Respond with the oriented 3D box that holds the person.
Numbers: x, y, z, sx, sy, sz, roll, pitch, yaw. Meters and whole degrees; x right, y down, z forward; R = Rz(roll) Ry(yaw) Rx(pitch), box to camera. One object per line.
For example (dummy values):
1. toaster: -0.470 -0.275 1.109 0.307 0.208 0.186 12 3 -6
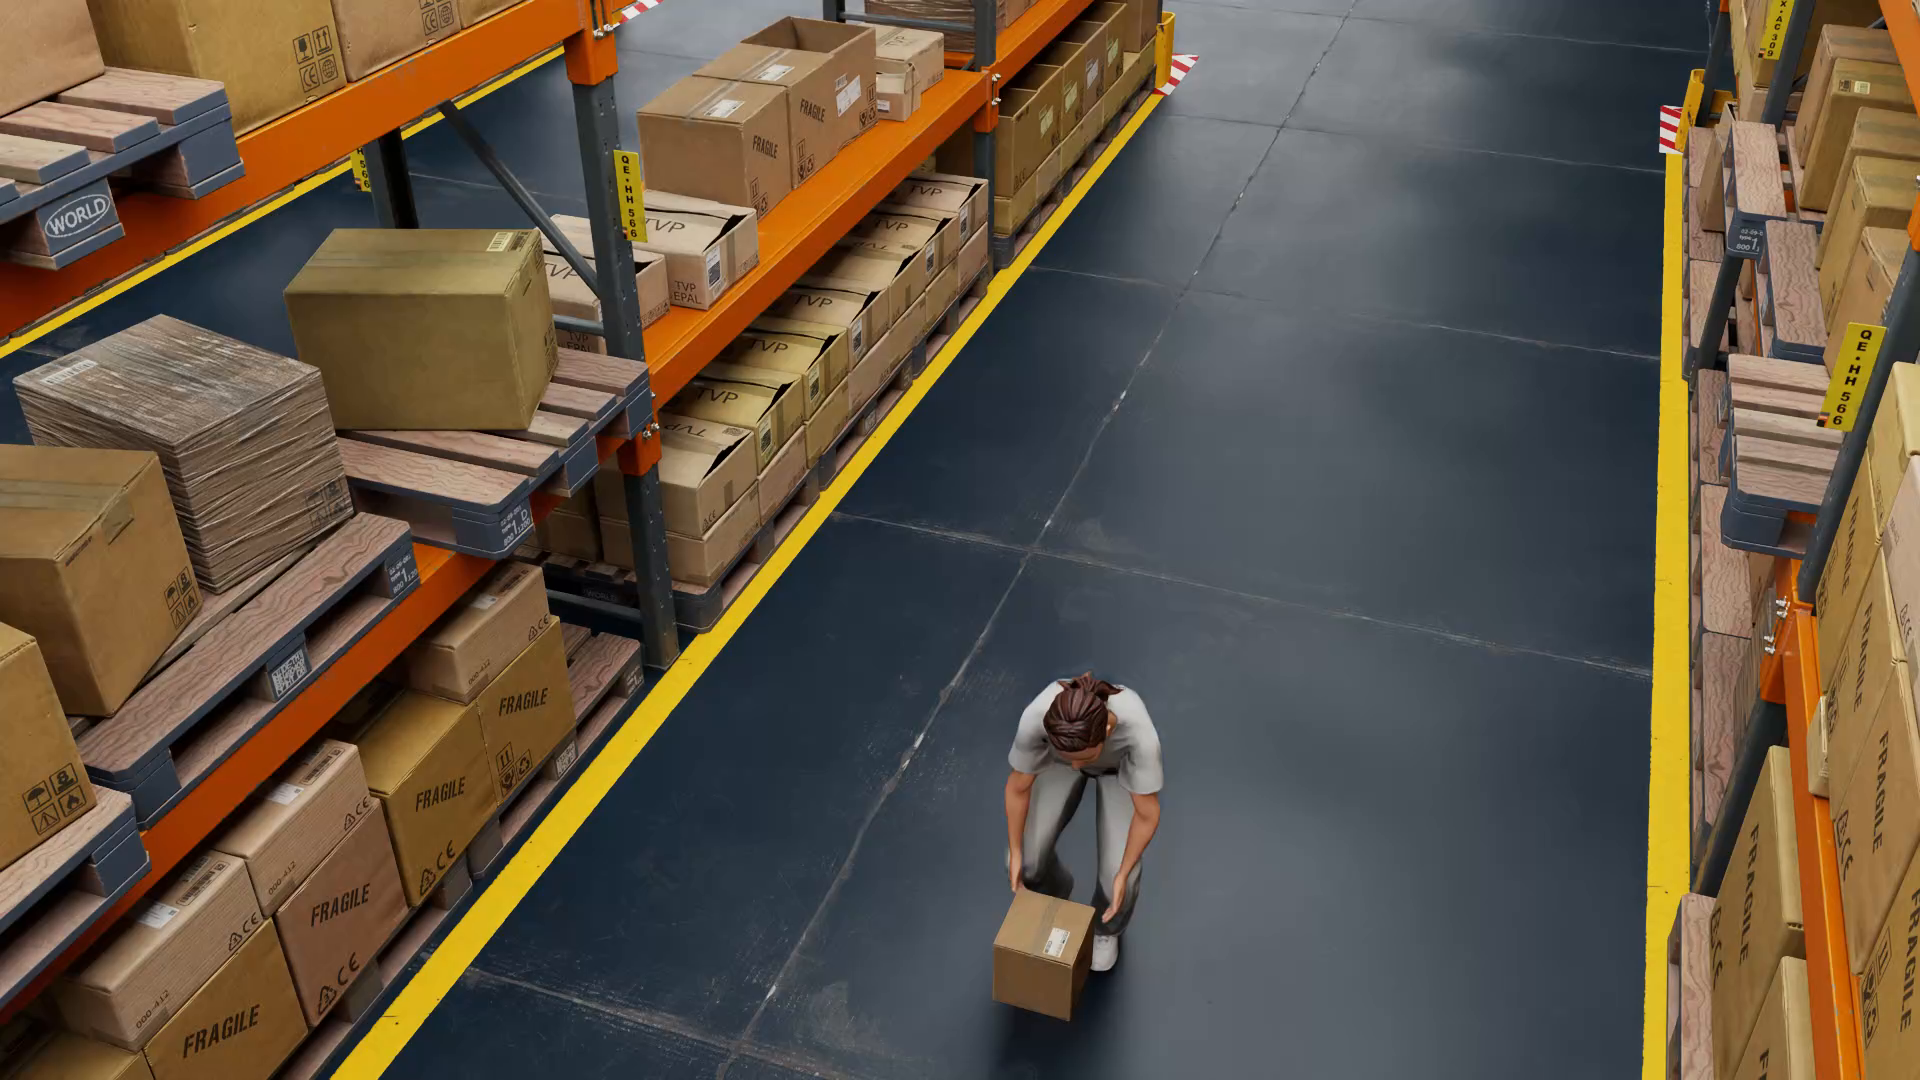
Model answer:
1. person: 0.413 0.834 5.266 0.494 1.249 0.705 11 35 16
